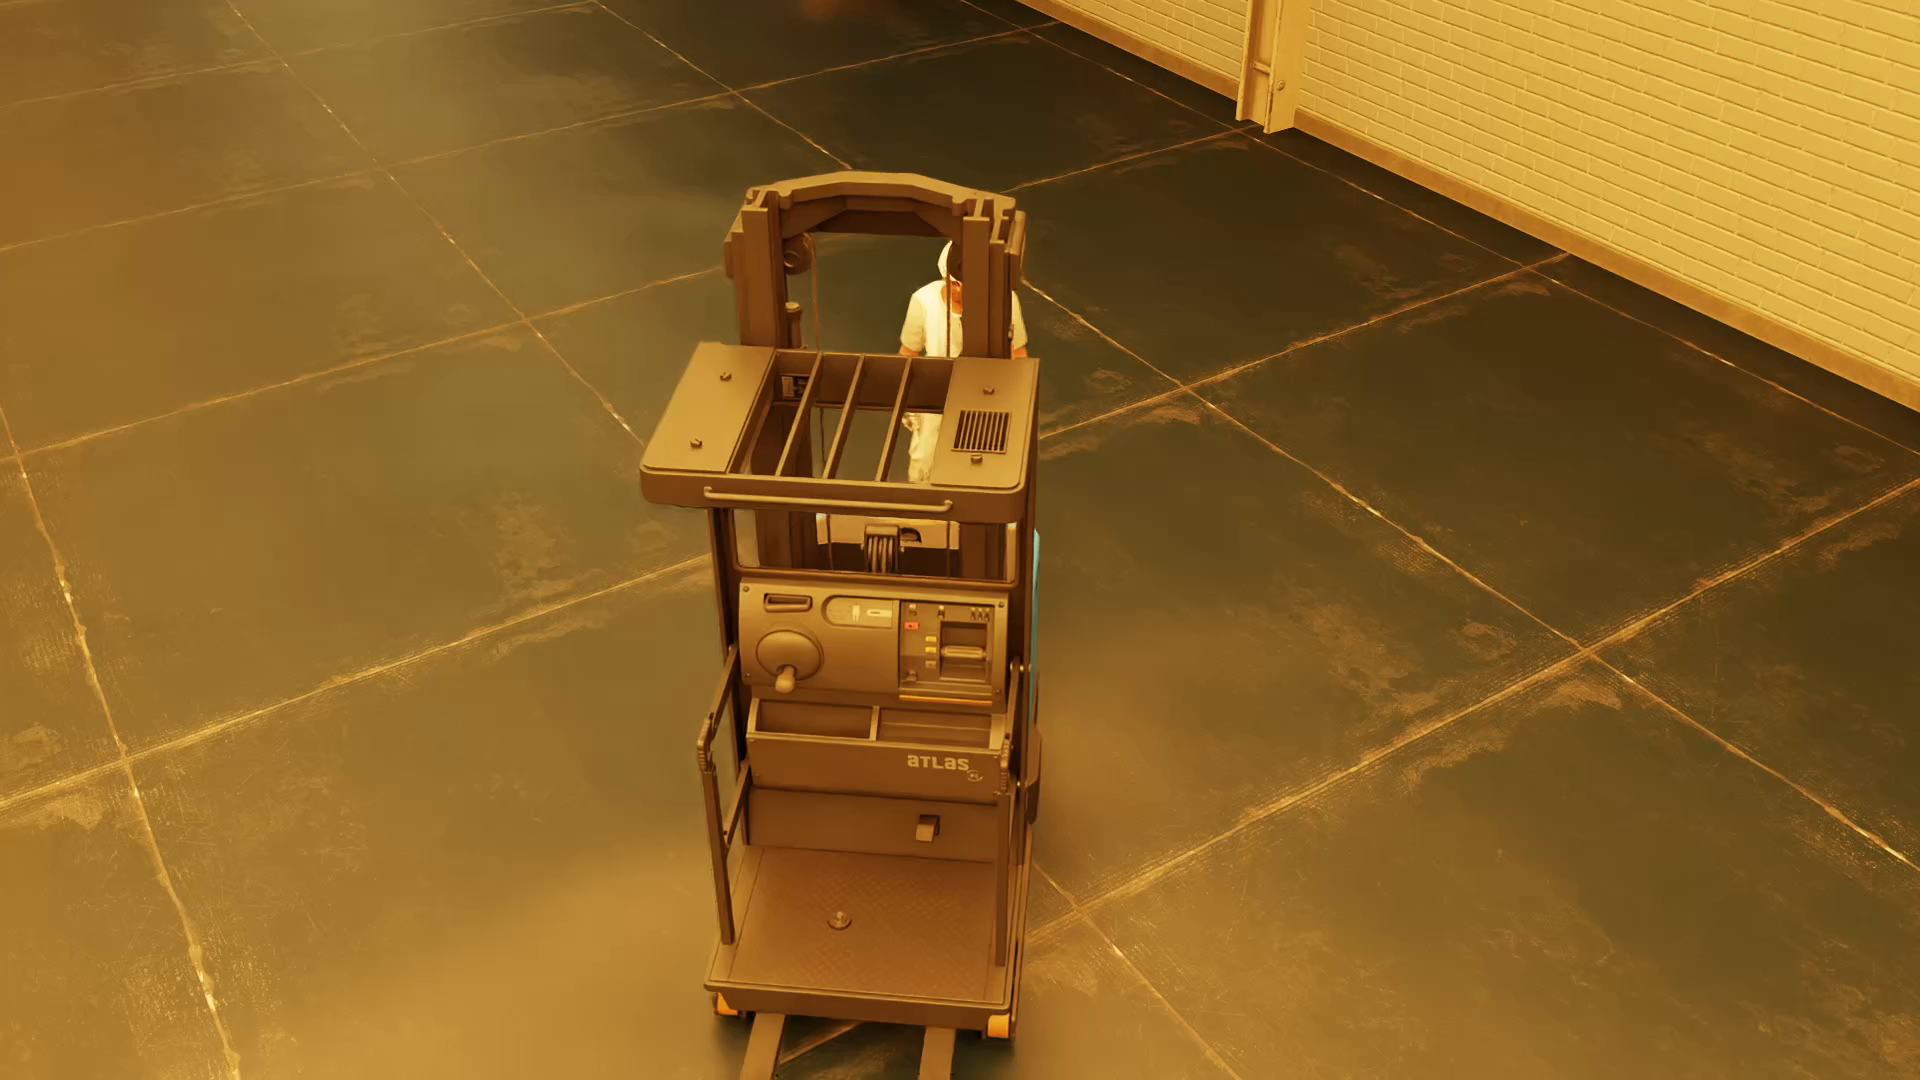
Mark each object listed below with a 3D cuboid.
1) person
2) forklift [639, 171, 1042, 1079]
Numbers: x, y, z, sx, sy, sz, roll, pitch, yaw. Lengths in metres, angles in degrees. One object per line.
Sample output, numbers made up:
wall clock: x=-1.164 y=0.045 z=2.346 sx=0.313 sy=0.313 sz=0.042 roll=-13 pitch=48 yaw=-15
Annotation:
person: x=0.009 y=-0.654 z=8.109 sx=0.664 sy=1.756 sz=0.511 roll=5 pitch=35 yaw=7
forklift: x=-0.320 y=0.416 z=5.556 sx=1.130 sy=2.935 sz=3.031 roll=3 pitch=35 yaw=5
